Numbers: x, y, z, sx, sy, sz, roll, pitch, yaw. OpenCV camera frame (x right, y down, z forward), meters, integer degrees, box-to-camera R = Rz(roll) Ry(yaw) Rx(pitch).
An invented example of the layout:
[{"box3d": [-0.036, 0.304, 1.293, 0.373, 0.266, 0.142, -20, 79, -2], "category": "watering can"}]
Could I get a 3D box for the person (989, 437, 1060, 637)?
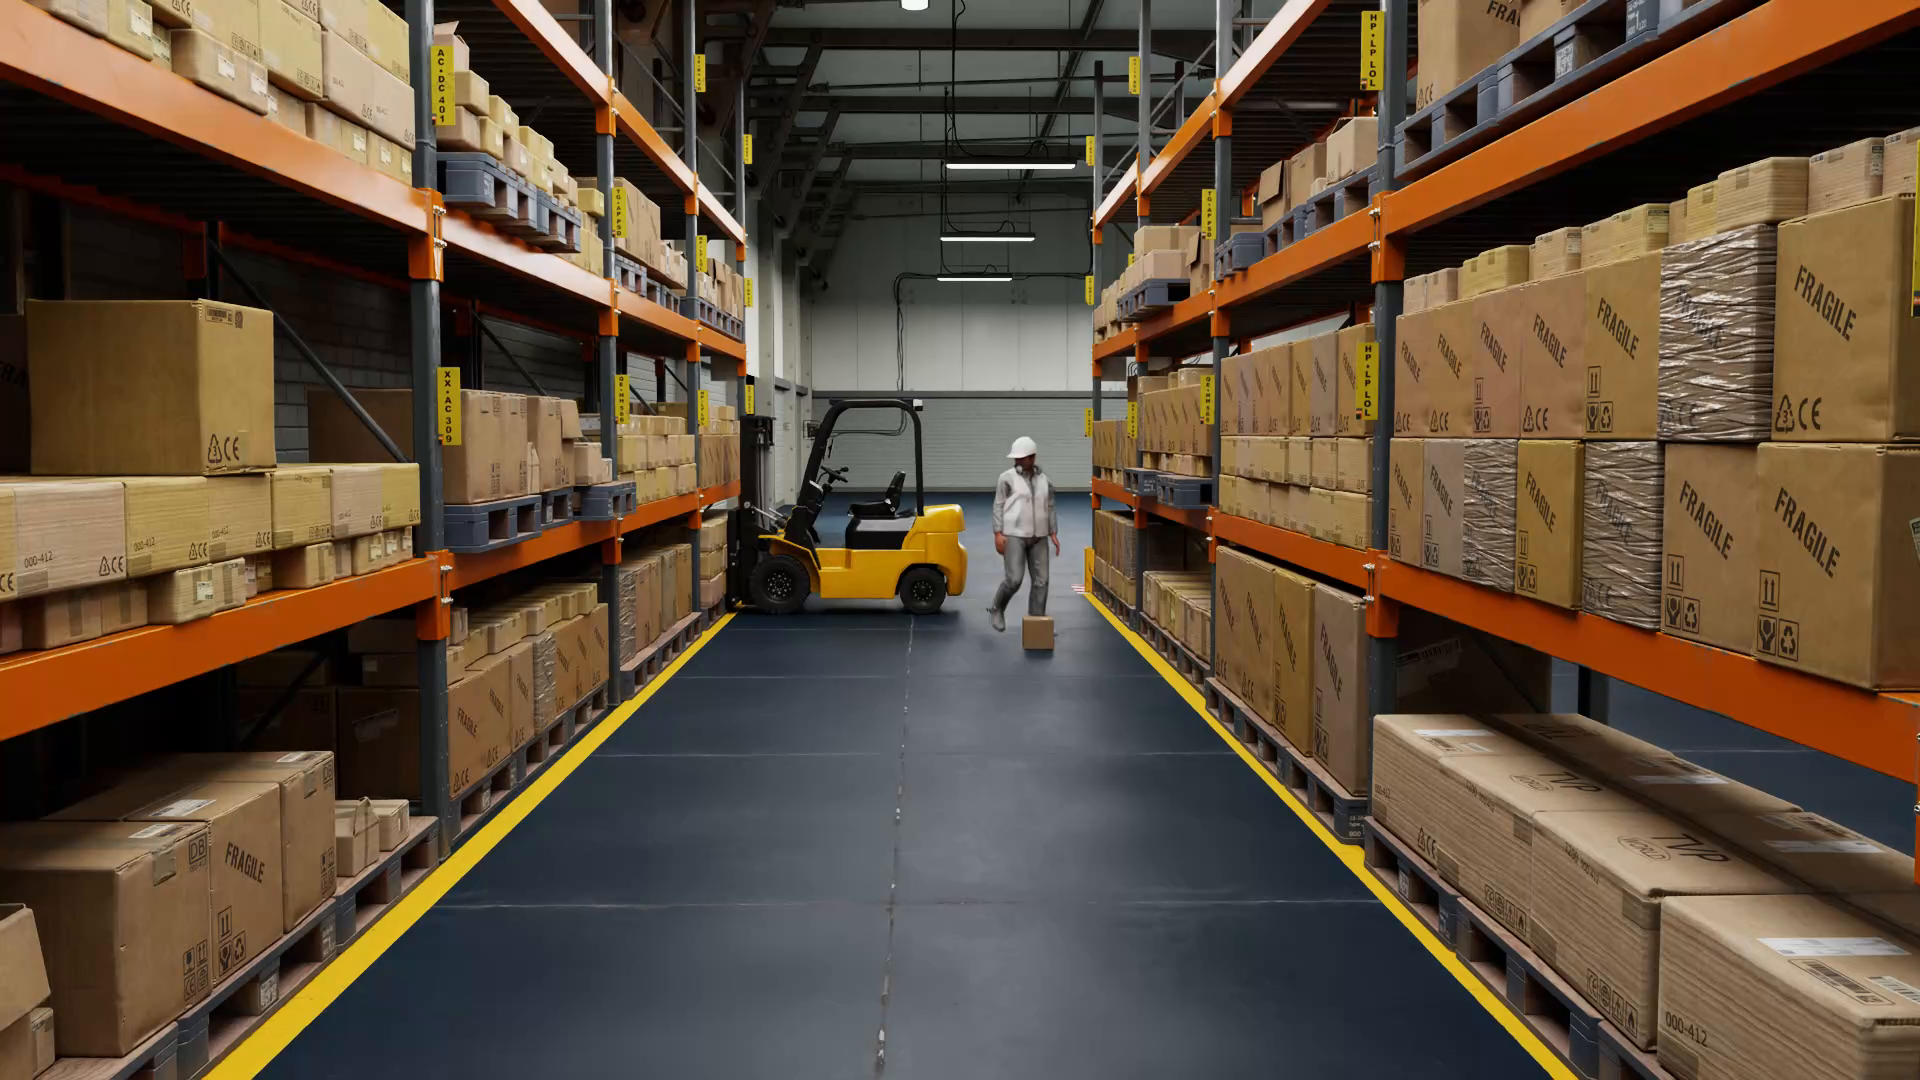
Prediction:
[{"box3d": [0.571, -0.029, 14.694, 0.580, 1.764, 0.571, -2, 4, -28], "category": "person"}]
